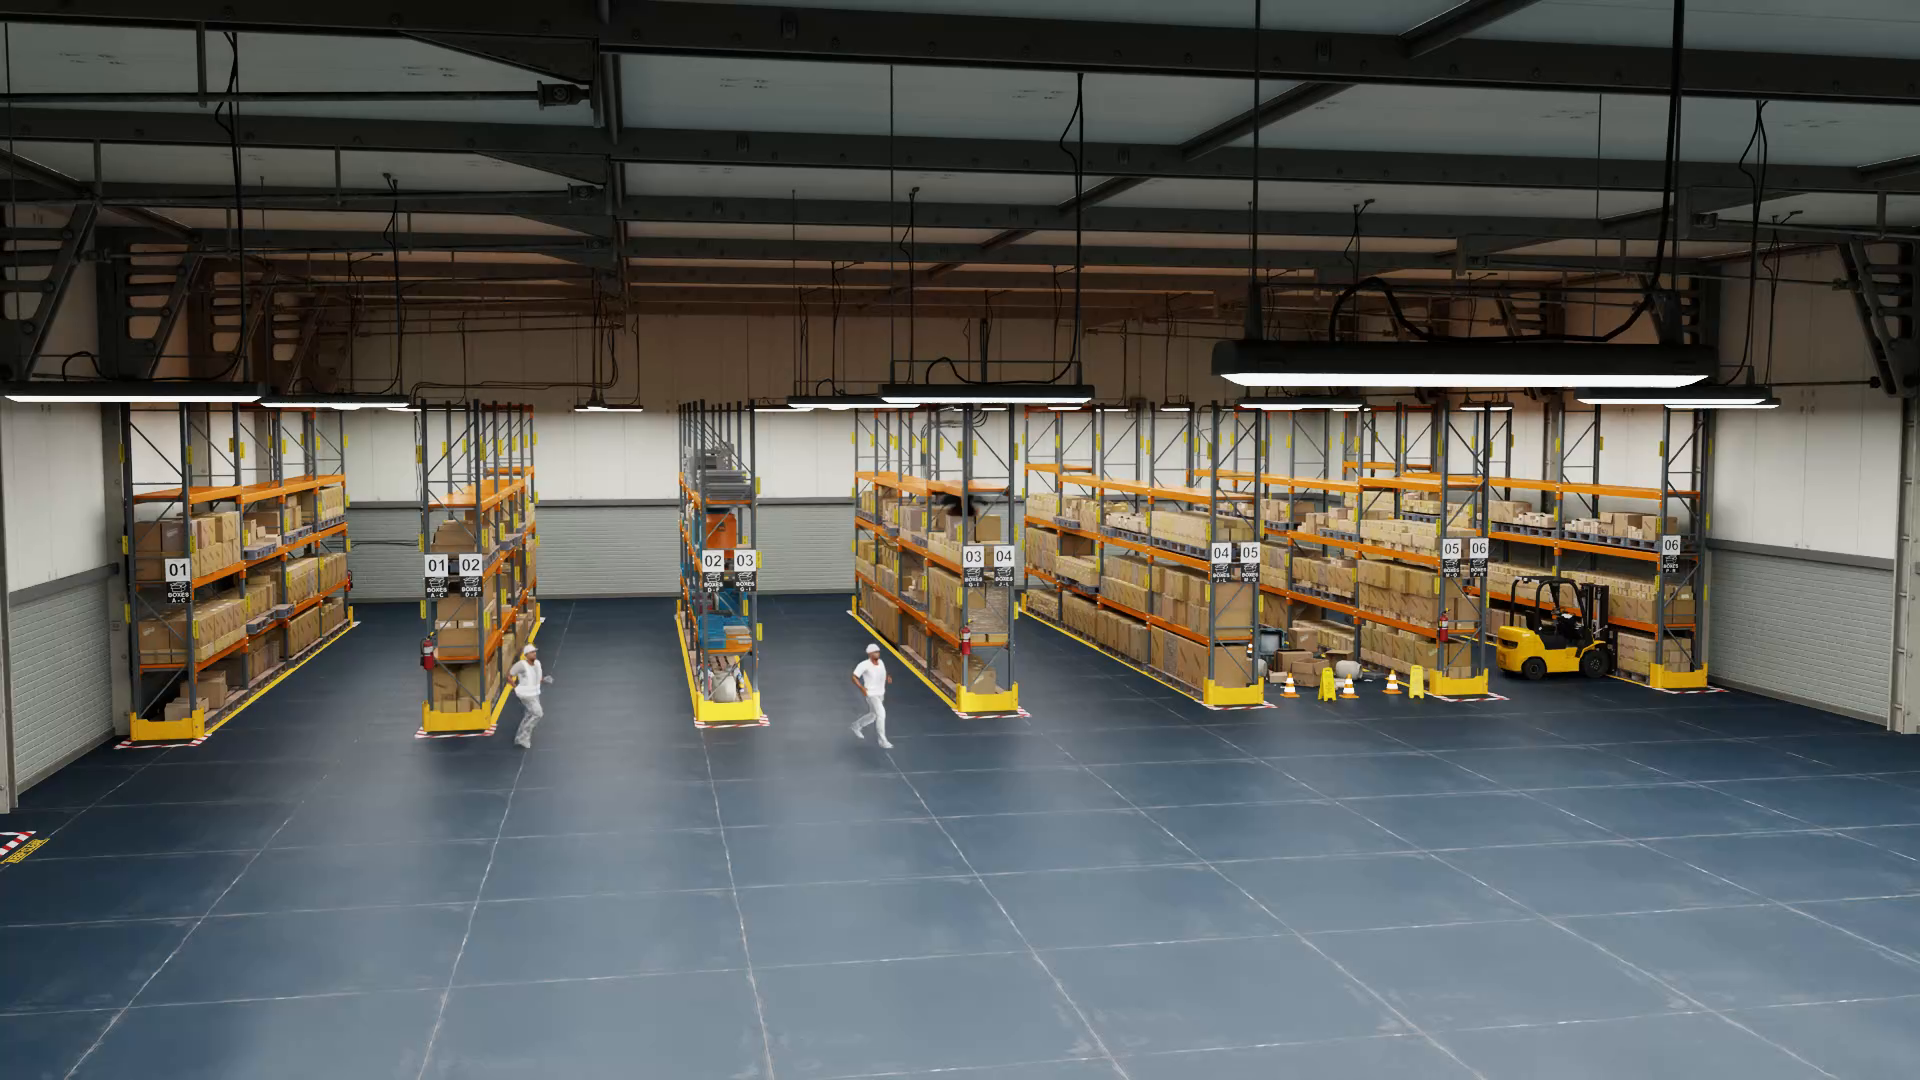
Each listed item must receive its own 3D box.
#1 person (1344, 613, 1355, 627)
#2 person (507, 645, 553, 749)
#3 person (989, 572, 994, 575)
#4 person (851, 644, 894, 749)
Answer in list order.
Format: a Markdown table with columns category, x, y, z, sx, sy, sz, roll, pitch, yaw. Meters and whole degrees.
| category | x | y | z | sx | sy | sz | roll | pitch | yaw |
| --- | --- | --- | --- | --- | --- | --- | --- | --- | --- |
| person | 10.120 | 1.676 | 42.616 | 0.665 | 1.690 | 0.546 | -1 | 4 | -13 |
| person | -7.349 | 2.690 | 28.588 | 0.682 | 1.788 | 0.651 | 1 | 5 | 17 |
| person | 0.744 | 1.353 | 47.689 | 0.668 | 1.581 | 0.549 | 1 | 4 | 9 |
| person | -1.504 | 2.675 | 28.748 | 0.900 | 1.775 | 0.685 | 3 | 5 | 31 |
